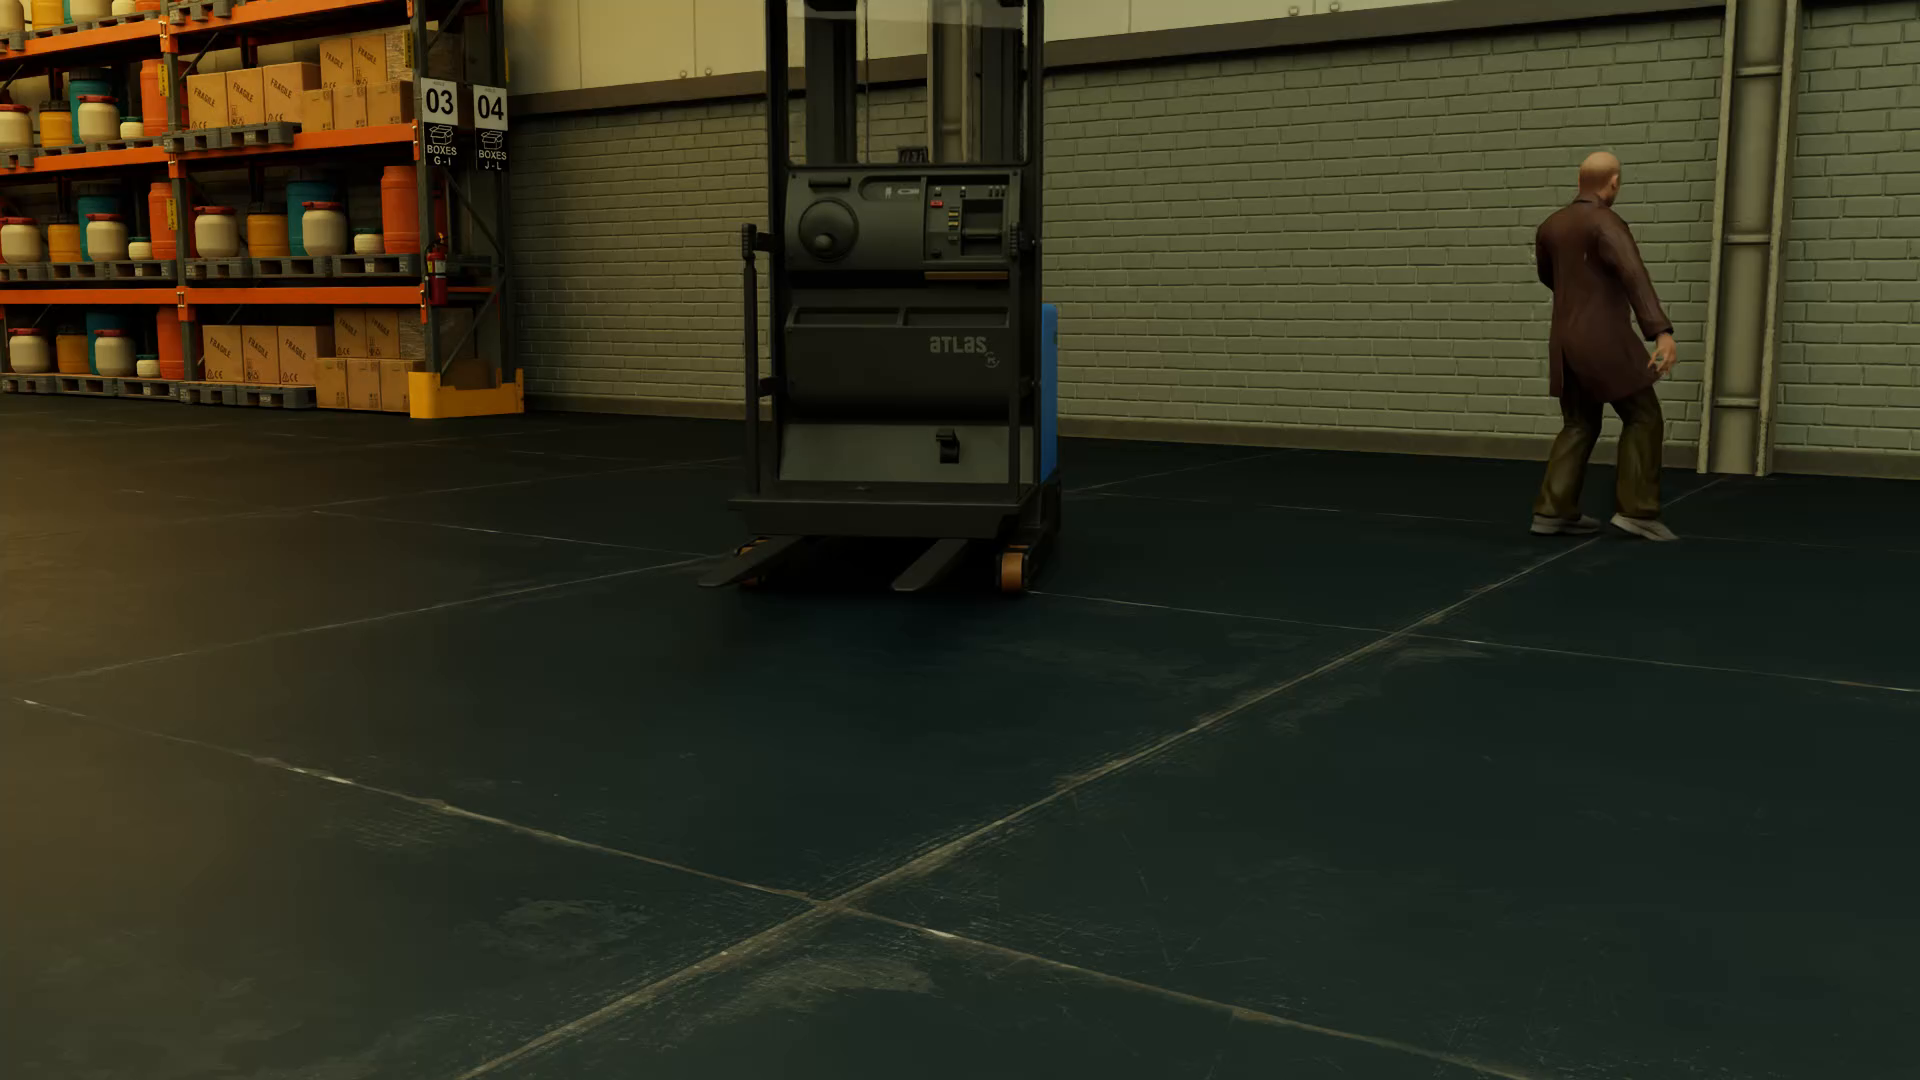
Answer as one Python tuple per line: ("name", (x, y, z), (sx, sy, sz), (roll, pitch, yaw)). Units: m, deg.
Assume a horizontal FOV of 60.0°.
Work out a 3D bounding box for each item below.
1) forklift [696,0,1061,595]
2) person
("forklift", (-0.253, -1.298, 6.319), (1.130, 2.935, 3.031), (1, 8, 8))
("person", (2.994, -0.861, 7.640), (0.640, 1.808, 1.025), (-2, 8, -12))
